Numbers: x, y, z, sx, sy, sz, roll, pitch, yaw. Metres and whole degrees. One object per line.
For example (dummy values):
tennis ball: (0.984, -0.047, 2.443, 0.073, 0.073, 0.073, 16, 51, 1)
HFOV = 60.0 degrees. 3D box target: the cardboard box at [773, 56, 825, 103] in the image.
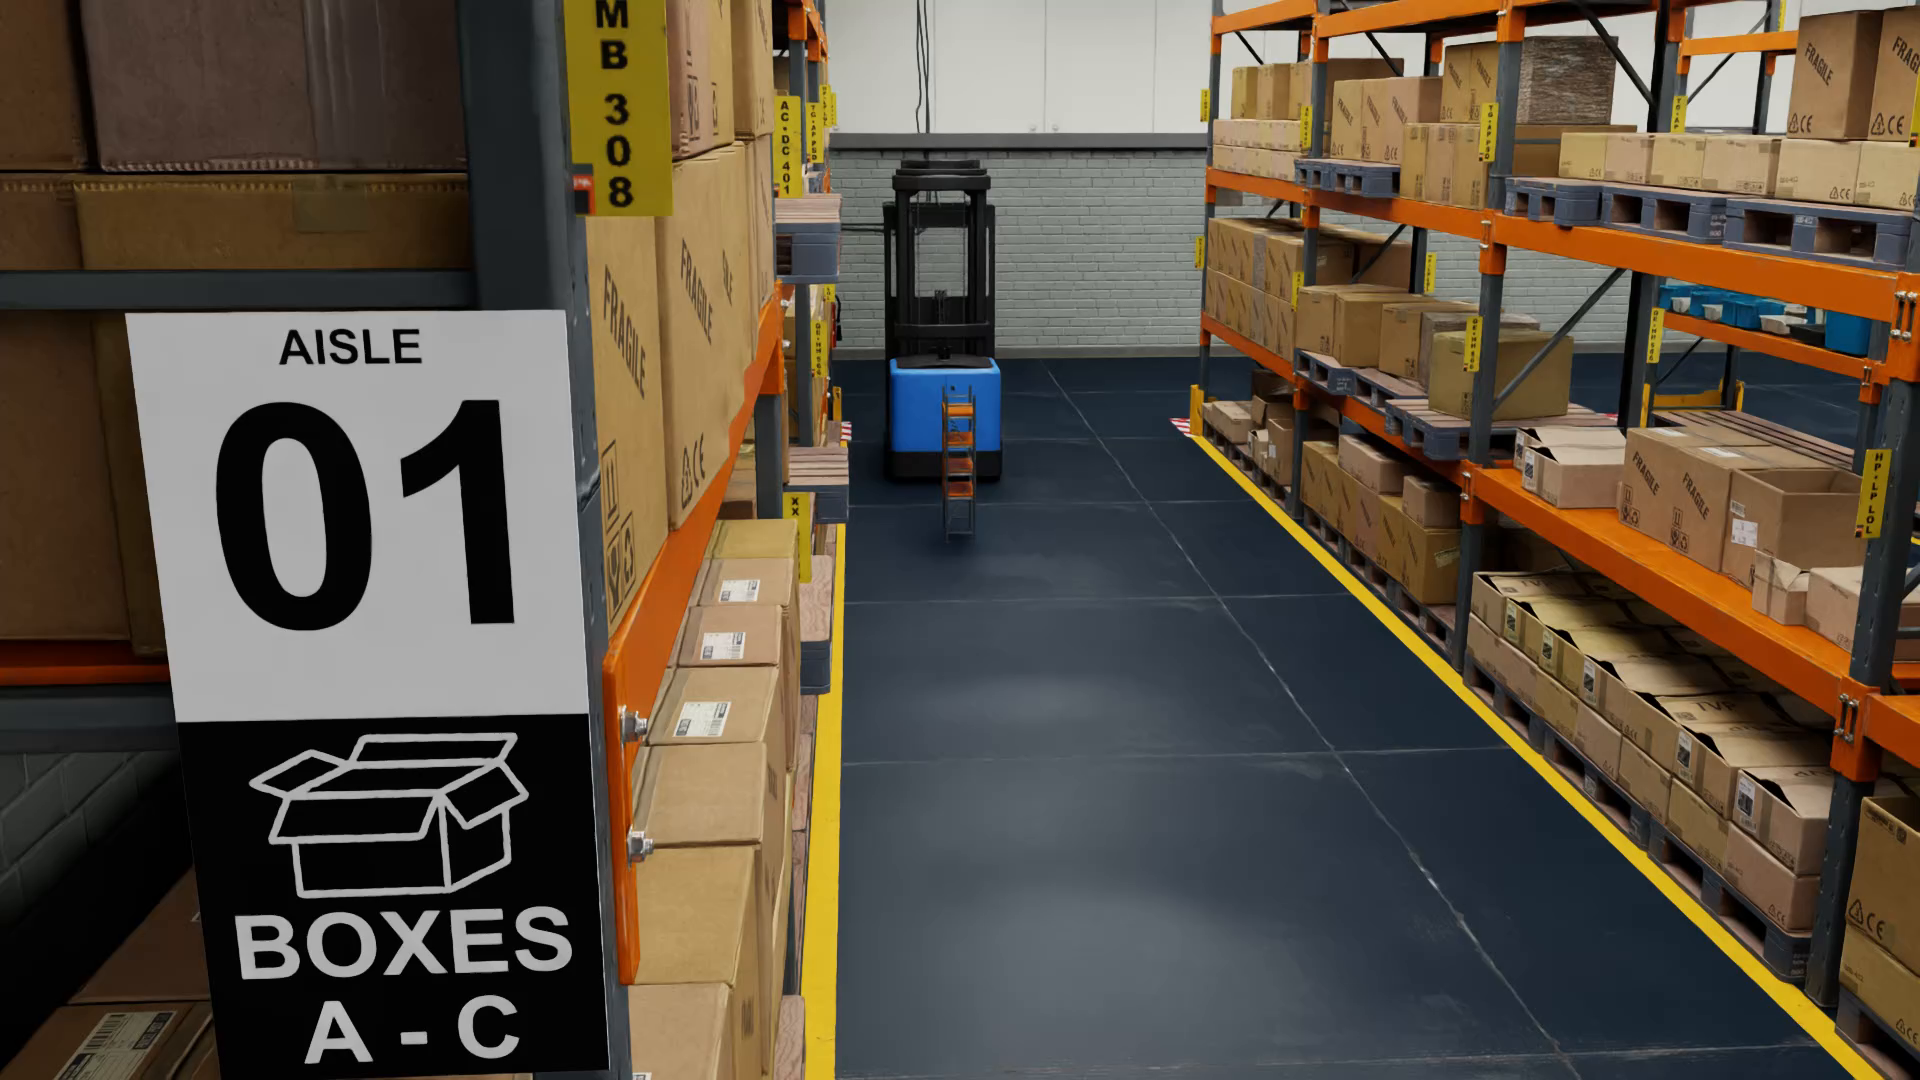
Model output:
cardboard box: (-1.372, -3.743, 13.787, 0.500, 0.500, 0.500, -1, 14, -4)

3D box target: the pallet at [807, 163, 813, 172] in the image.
pallet: (-1.502, -2.699, 12.361, 0.805, 0.209, 1.217, -1, 15, -6)

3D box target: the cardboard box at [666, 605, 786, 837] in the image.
cardboard box: (-0.717, 0.485, 4.377, 0.500, 0.500, 0.500, -1, 14, -5)

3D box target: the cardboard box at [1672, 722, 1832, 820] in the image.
cardboard box: (3.482, 0.977, 7.260, 0.500, 0.311, 0.500, 0, 14, -2)

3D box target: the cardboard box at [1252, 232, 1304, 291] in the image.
cardboard box: (2.981, -2.551, 15.214, 0.500, 0.500, 0.500, -1, 14, -3)

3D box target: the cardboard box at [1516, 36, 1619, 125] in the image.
cardboard box: (3.563, -2.743, 9.940, 0.500, 0.500, 0.500, -1, 14, -3)

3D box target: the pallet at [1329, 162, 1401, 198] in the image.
pallet: (3.373, -2.584, 11.908, 1.213, 0.211, 1.003, -1, 14, -3)

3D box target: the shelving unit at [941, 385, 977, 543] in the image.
shelving unit: (-0.010, -0.622, 13.537, 0.258, 1.200, 0.503, -1, 14, -3)

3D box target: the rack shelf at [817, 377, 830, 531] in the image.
rack shelf: (-1.484, -0.721, 11.751, 1.077, 0.370, 4.000, -1, 14, -3)

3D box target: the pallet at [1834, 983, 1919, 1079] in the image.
pallet: (3.839, 1.895, 5.739, 1.003, 0.211, 1.213, -1, 14, -3)

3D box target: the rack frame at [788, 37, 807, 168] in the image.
rack frame: (-1.360, -3.477, 8.981, 1.000, 3.000, 0.127, -1, 14, -3)

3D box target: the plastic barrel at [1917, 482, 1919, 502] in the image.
plastic barrel: (8.297, -0.771, 13.871, 0.600, 0.901, 0.708, -1, 14, -3)

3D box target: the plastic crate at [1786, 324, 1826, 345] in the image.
plastic crate: (7.942, -1.889, 15.282, 0.437, 0.125, 0.590, -1, 14, -3)

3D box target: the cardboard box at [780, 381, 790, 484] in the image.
cardboard box: (-1.260, -0.578, 8.669, 0.700, 0.500, 0.500, -2, 15, -9)

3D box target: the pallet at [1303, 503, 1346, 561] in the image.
pallet: (3.424, -0.092, 13.459, 1.003, 0.211, 1.213, -1, 14, -3)

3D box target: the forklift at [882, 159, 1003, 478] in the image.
forklift: (-0.215, -2.319, 16.657, 1.130, 2.935, 3.031, -1, 14, -3)

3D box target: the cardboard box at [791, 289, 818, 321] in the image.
cardboard box: (-1.200, -1.512, 11.039, 0.500, 0.250, 0.500, -1, 14, -3)

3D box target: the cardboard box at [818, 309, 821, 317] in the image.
cardboard box: (-1.264, -1.406, 12.133, 0.500, 0.500, 0.500, -1, 14, -3)

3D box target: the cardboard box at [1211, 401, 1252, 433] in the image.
cardboard box: (2.869, -1.256, 17.024, 0.500, 0.250, 0.500, -1, 14, -3)

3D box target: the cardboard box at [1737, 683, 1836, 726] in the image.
cardboard box: (3.995, 0.843, 7.782, 0.500, 0.311, 0.500, -1, 14, -5)

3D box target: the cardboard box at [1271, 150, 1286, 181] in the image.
cardboard box: (3.020, -3.265, 14.478, 0.500, 0.250, 0.500, -1, 14, -3)

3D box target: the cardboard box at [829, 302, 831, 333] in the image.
cardboard box: (-1.758, -2.399, 16.229, 0.980, 0.700, 0.700, -1, 14, -4)

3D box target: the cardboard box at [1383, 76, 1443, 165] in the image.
cardboard box: (3.379, -2.939, 11.664, 0.600, 0.600, 0.600, -1, 15, -6)

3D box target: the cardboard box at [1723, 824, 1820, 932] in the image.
cardboard box: (3.516, 1.375, 6.836, 0.500, 0.250, 0.500, -1, 14, -4)

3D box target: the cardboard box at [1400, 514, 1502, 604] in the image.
cardboard box: (3.291, 0.120, 11.176, 0.500, 0.500, 0.500, 0, 14, -1)

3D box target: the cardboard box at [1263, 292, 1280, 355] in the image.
cardboard box: (3.015, -1.941, 14.849, 0.500, 0.500, 0.500, 0, 14, -2)

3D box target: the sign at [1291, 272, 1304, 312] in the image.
sign: (2.795, -2.053, 13.747, 0.100, 0.325, 0.005, -1, 14, -3)

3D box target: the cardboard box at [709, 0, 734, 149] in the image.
cardboard box: (-0.670, -0.929, 2.852, 0.500, 0.500, 0.500, 0, 14, -2)

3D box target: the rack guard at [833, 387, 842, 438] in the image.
rack guard: (-1.857, -1.357, 17.796, 1.175, 0.500, 0.348, -1, 14, -3)

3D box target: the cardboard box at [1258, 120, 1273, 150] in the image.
cardboard box: (2.978, -3.631, 14.899, 0.500, 0.250, 0.500, -1, 14, -3)

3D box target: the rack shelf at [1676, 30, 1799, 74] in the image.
rack shelf: (8.156, -4.580, 15.514, 1.077, 0.370, 4.000, -1, 14, -3)

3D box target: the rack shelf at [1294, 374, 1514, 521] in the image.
rack shelf: (3.460, -0.798, 12.052, 1.077, 0.370, 4.000, -1, 14, -3)

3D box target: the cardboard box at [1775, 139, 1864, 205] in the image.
cardboard box: (3.766, -1.528, 6.882, 0.500, 0.250, 0.500, -2, 15, -9)

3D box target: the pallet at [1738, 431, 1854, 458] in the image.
pallet: (8.117, -0.855, 16.427, 1.003, 0.211, 1.213, -1, 14, -3)

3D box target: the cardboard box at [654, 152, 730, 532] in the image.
cardboard box: (-0.634, -0.314, 2.466, 0.500, 0.500, 0.500, 0, 14, 0)

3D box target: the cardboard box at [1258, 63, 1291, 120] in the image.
cardboard box: (3.158, -4.122, 15.301, 0.700, 0.500, 0.500, -1, 14, -3)

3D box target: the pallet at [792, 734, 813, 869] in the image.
pallet: (-1.241, 1.276, 8.144, 1.003, 0.211, 1.213, -1, 14, -3)

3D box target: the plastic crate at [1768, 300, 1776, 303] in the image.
plastic crate: (8.263, -2.415, 17.303, 0.396, 0.136, 0.243, -1, 14, -3)

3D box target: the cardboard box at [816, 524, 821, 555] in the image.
cardboard box: (-1.275, 0.081, 10.662, 0.750, 0.750, 0.750, -1, 14, -4)

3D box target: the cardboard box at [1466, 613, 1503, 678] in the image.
cardboard box: (3.323, 0.614, 9.795, 0.500, 0.250, 0.500, -1, 14, -4)

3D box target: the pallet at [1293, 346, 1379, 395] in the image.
pallet: (3.276, -1.350, 13.140, 1.003, 0.211, 1.213, -1, 14, -3)

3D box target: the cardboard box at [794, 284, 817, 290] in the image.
cardboard box: (-1.238, -1.639, 11.533, 0.500, 0.250, 0.500, -1, 14, -5)

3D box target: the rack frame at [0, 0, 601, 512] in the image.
rack frame: (-0.865, -1.487, 1.248, 1.000, 3.000, 0.127, -1, 14, -3)

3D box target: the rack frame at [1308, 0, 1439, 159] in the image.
rack frame: (3.336, -4.549, 13.148, 1.000, 3.000, 0.127, -1, 14, -3)

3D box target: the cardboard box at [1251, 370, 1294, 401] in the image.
cardboard box: (3.367, -1.510, 17.508, 0.500, 0.500, 0.500, -1, 14, -3)

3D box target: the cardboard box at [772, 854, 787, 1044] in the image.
cardboard box: (-0.679, 0.973, 3.985, 0.500, 0.250, 0.500, -1, 14, -3)

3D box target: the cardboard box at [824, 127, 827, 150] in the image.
cardboard box: (-1.405, -3.501, 14.352, 0.500, 0.250, 0.500, -1, 14, -5)

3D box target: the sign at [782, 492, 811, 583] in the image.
sign: (-0.571, -0.006, 5.794, 0.100, 0.325, 0.005, -1, 14, -3)

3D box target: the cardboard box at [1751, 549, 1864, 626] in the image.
cardboard box: (3.594, 0.195, 7.018, 0.396, 0.266, 0.258, -1, 14, -5)

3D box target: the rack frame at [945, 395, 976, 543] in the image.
rack frame: (0.005, -0.562, 13.301, 0.240, 1.200, 0.015, -1, 14, -3)

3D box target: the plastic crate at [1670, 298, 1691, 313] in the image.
plastic crate: (7.656, -2.468, 17.507, 0.250, 0.136, 0.298, -1, 14, -3)

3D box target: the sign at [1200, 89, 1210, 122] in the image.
sign: (2.546, -4.506, 17.246, 0.100, 0.325, 0.005, -1, 14, -3)

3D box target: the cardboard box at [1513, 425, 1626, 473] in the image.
cardboard box: (3.563, -0.515, 9.686, 0.500, 0.311, 0.500, 0, 14, 0)

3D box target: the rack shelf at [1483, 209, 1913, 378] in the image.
rack shelf: (3.708, -1.256, 7.812, 1.077, 0.370, 4.000, -1, 14, -3)

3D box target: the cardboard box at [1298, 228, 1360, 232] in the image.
cardboard box: (3.491, -2.683, 15.725, 0.500, 0.500, 0.500, 0, 14, -2)

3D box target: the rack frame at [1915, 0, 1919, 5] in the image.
rack frame: (8.280, -4.625, 13.441, 1.000, 3.000, 0.127, -1, 14, -3)

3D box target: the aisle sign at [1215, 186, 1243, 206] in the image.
aisle sign: (2.791, -3.910, 17.486, 0.394, 0.787, 0.004, -1, 14, -3)
